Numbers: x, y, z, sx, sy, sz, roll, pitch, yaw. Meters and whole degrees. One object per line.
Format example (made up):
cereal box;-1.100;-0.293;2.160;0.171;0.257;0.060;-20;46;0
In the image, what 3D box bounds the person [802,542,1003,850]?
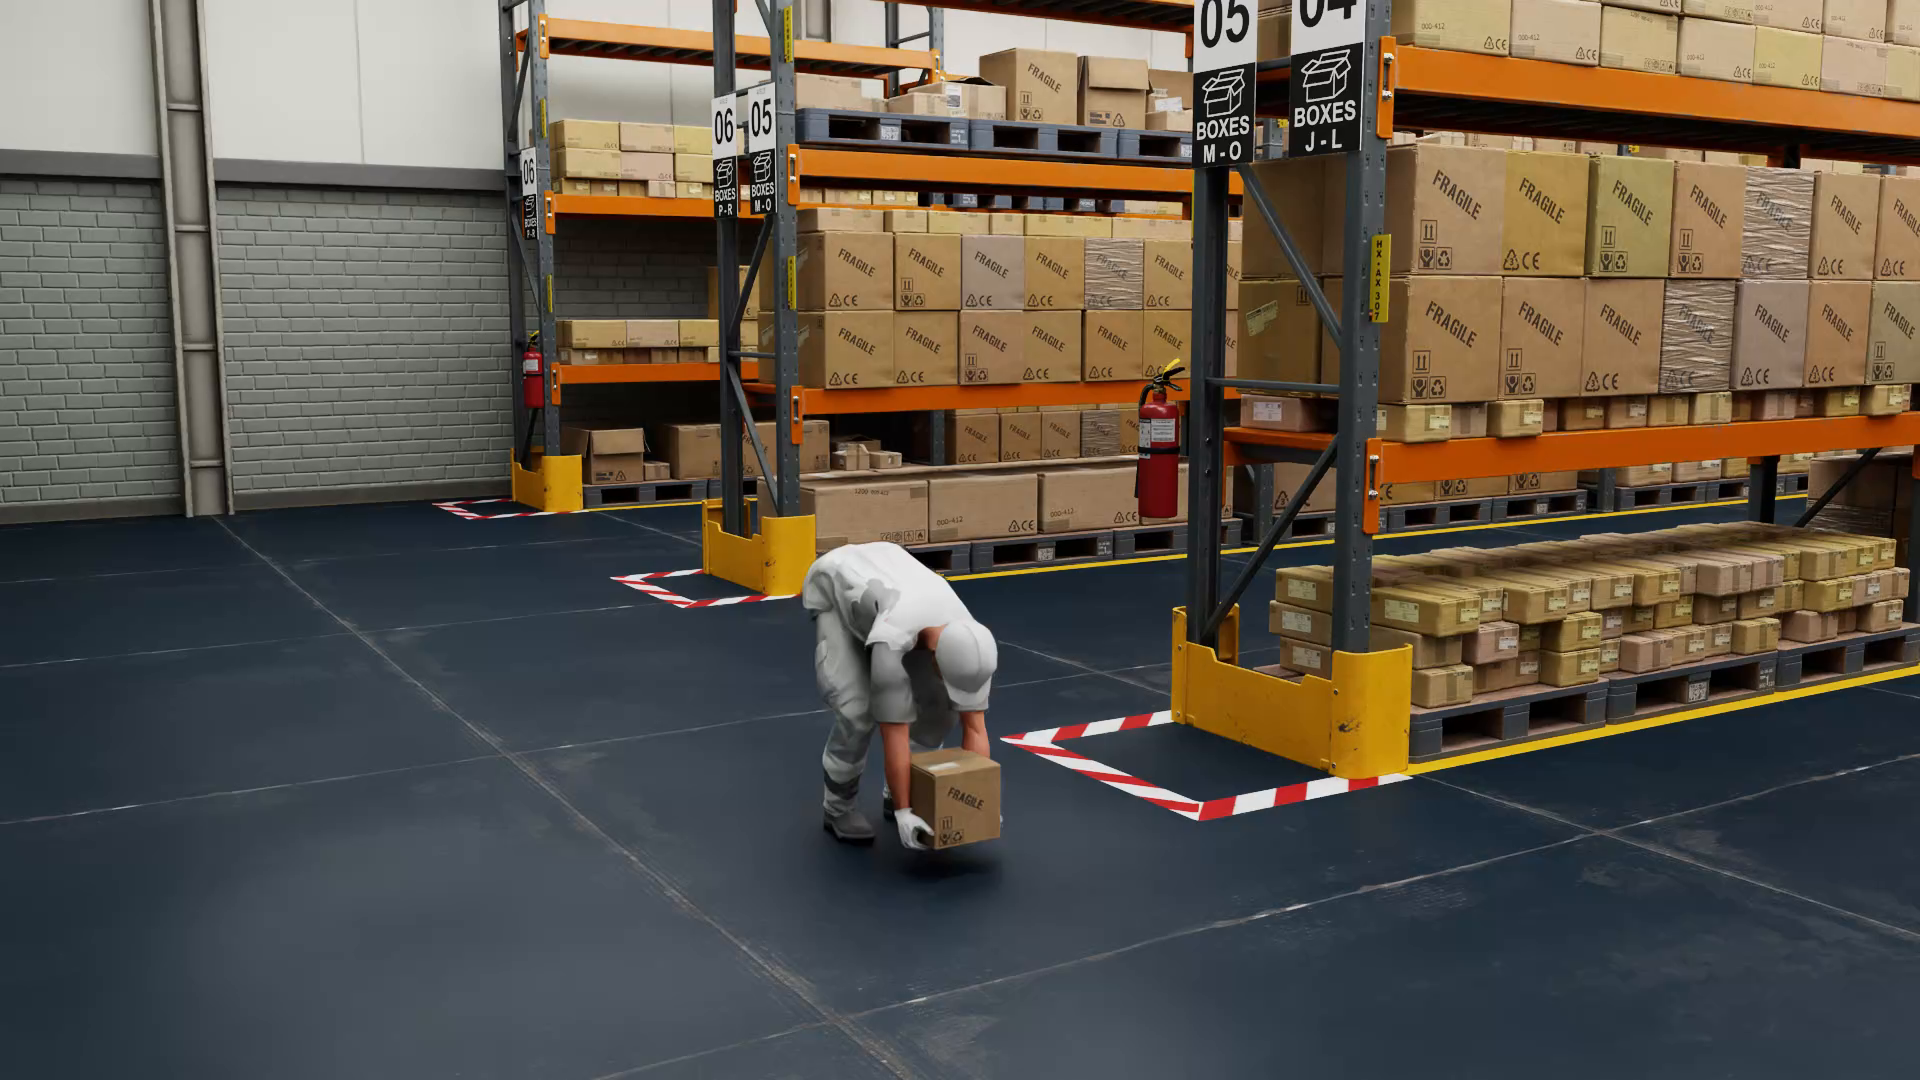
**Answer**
person;-0.177;0.540;5.676;0.526;1.010;0.952;-5;10;-34
